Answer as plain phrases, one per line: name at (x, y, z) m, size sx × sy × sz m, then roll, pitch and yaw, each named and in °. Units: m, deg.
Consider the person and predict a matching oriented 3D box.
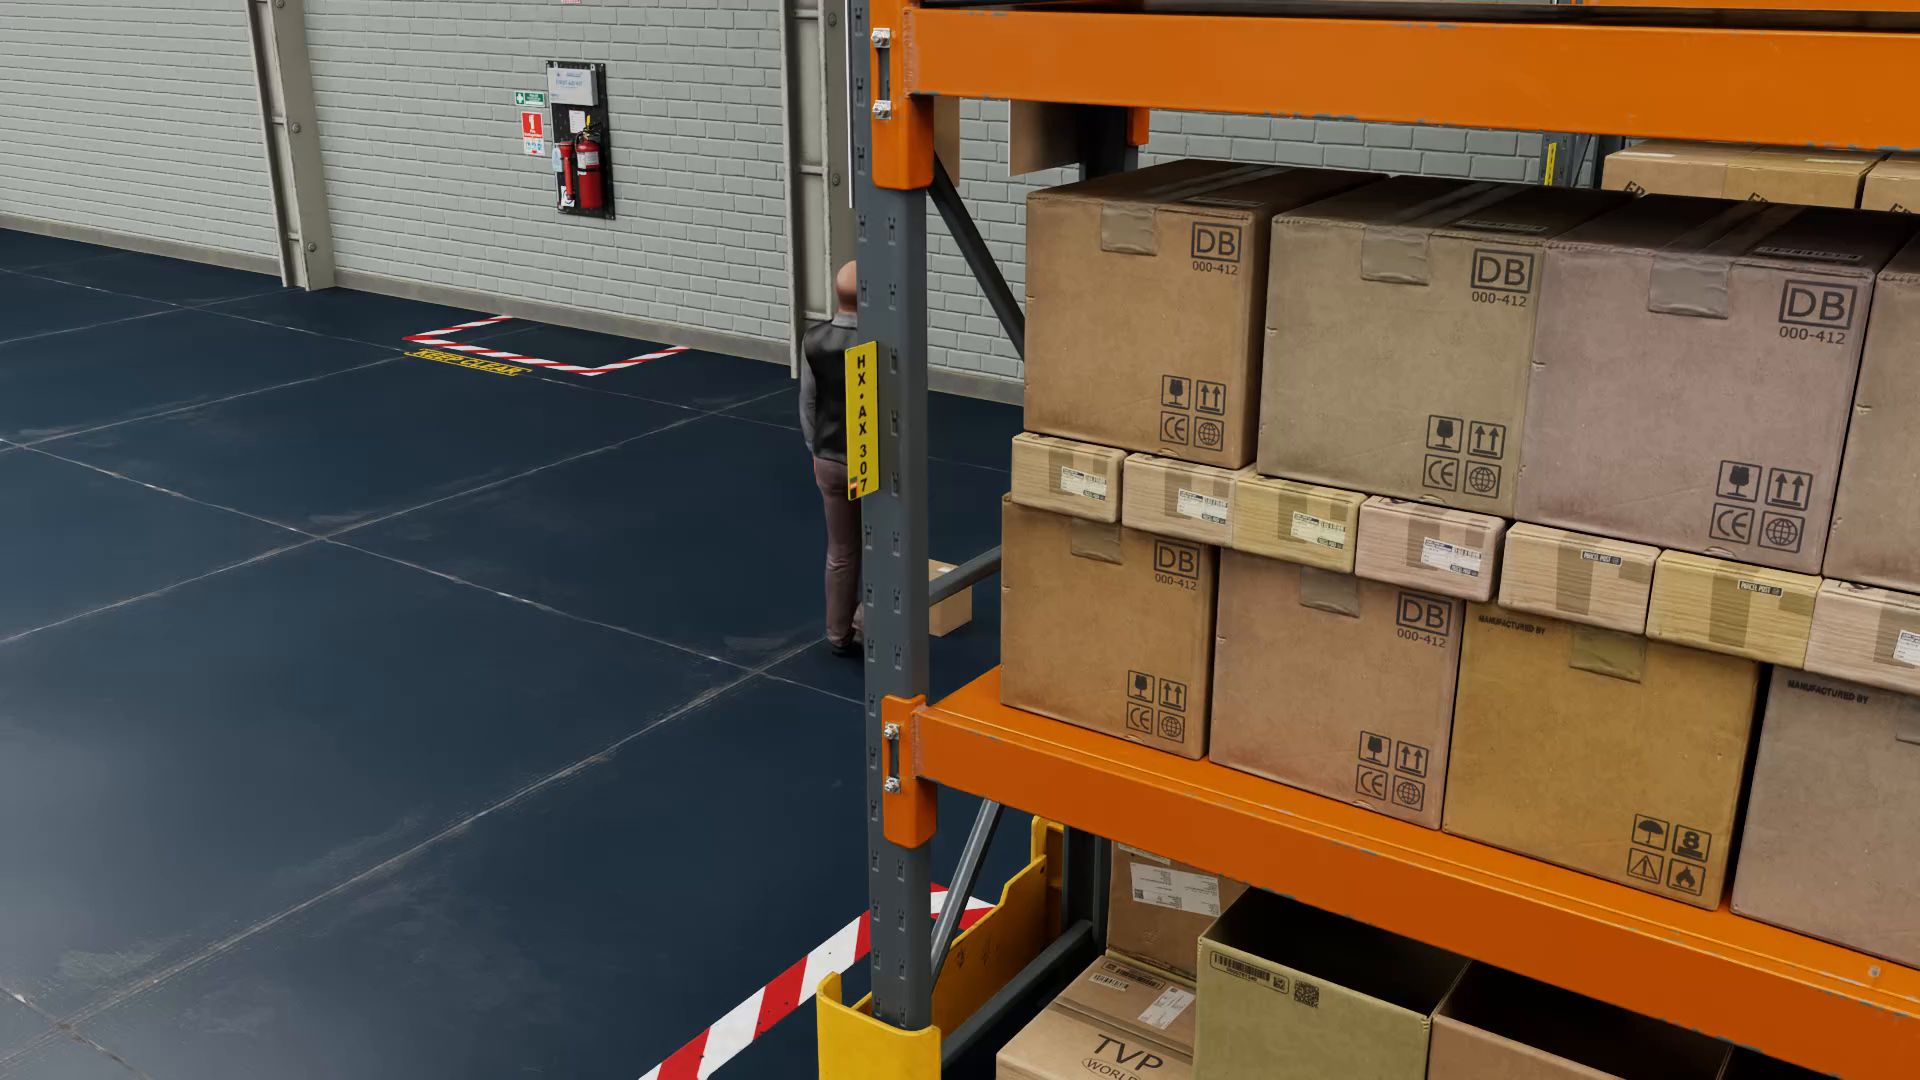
person at (-0.397, -0.269, 6.955) m, size 0.556 × 1.636 × 0.432 m, roll 11°, pitch 22°, yaw 27°
